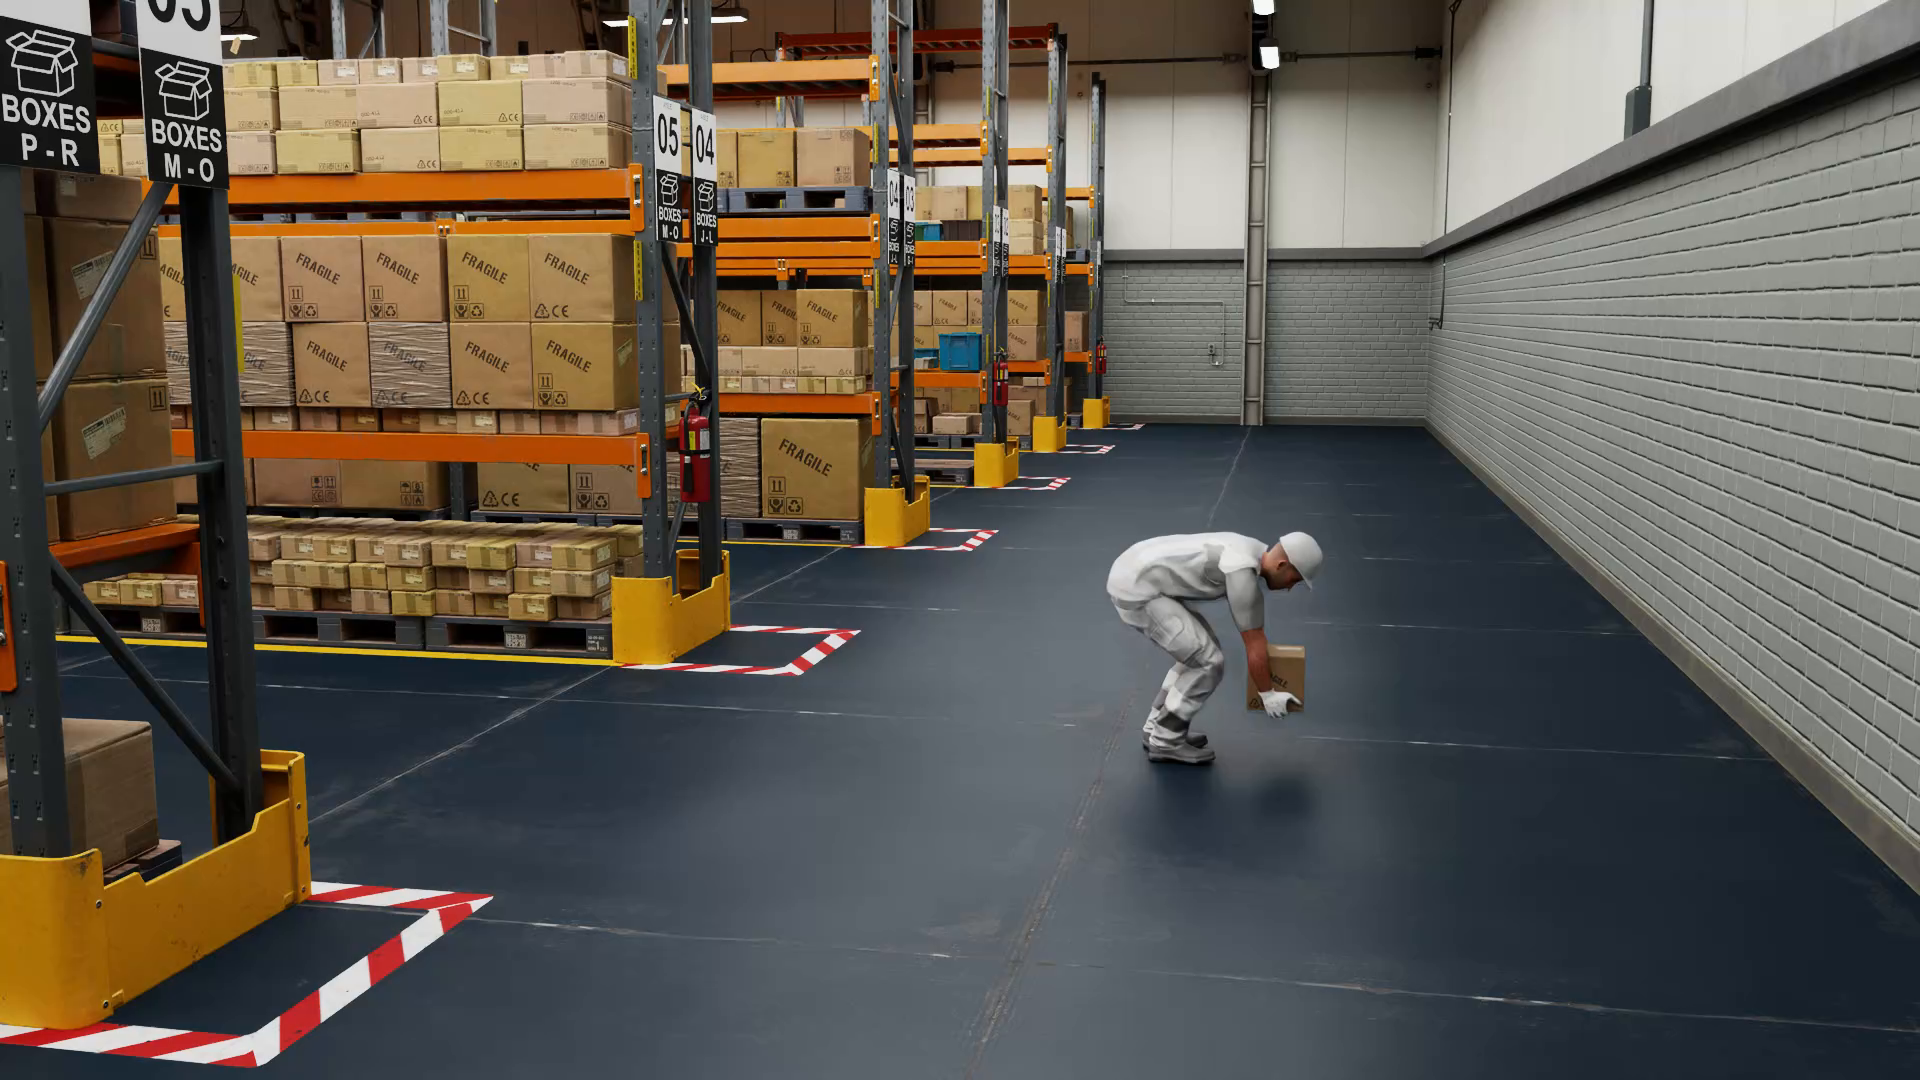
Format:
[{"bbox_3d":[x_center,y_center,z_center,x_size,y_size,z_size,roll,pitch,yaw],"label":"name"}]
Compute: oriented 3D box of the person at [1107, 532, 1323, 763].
[{"bbox_3d":[1.142,0.473,7.535,0.959,1.038,0.528,1,8,8],"label":"person"}]
